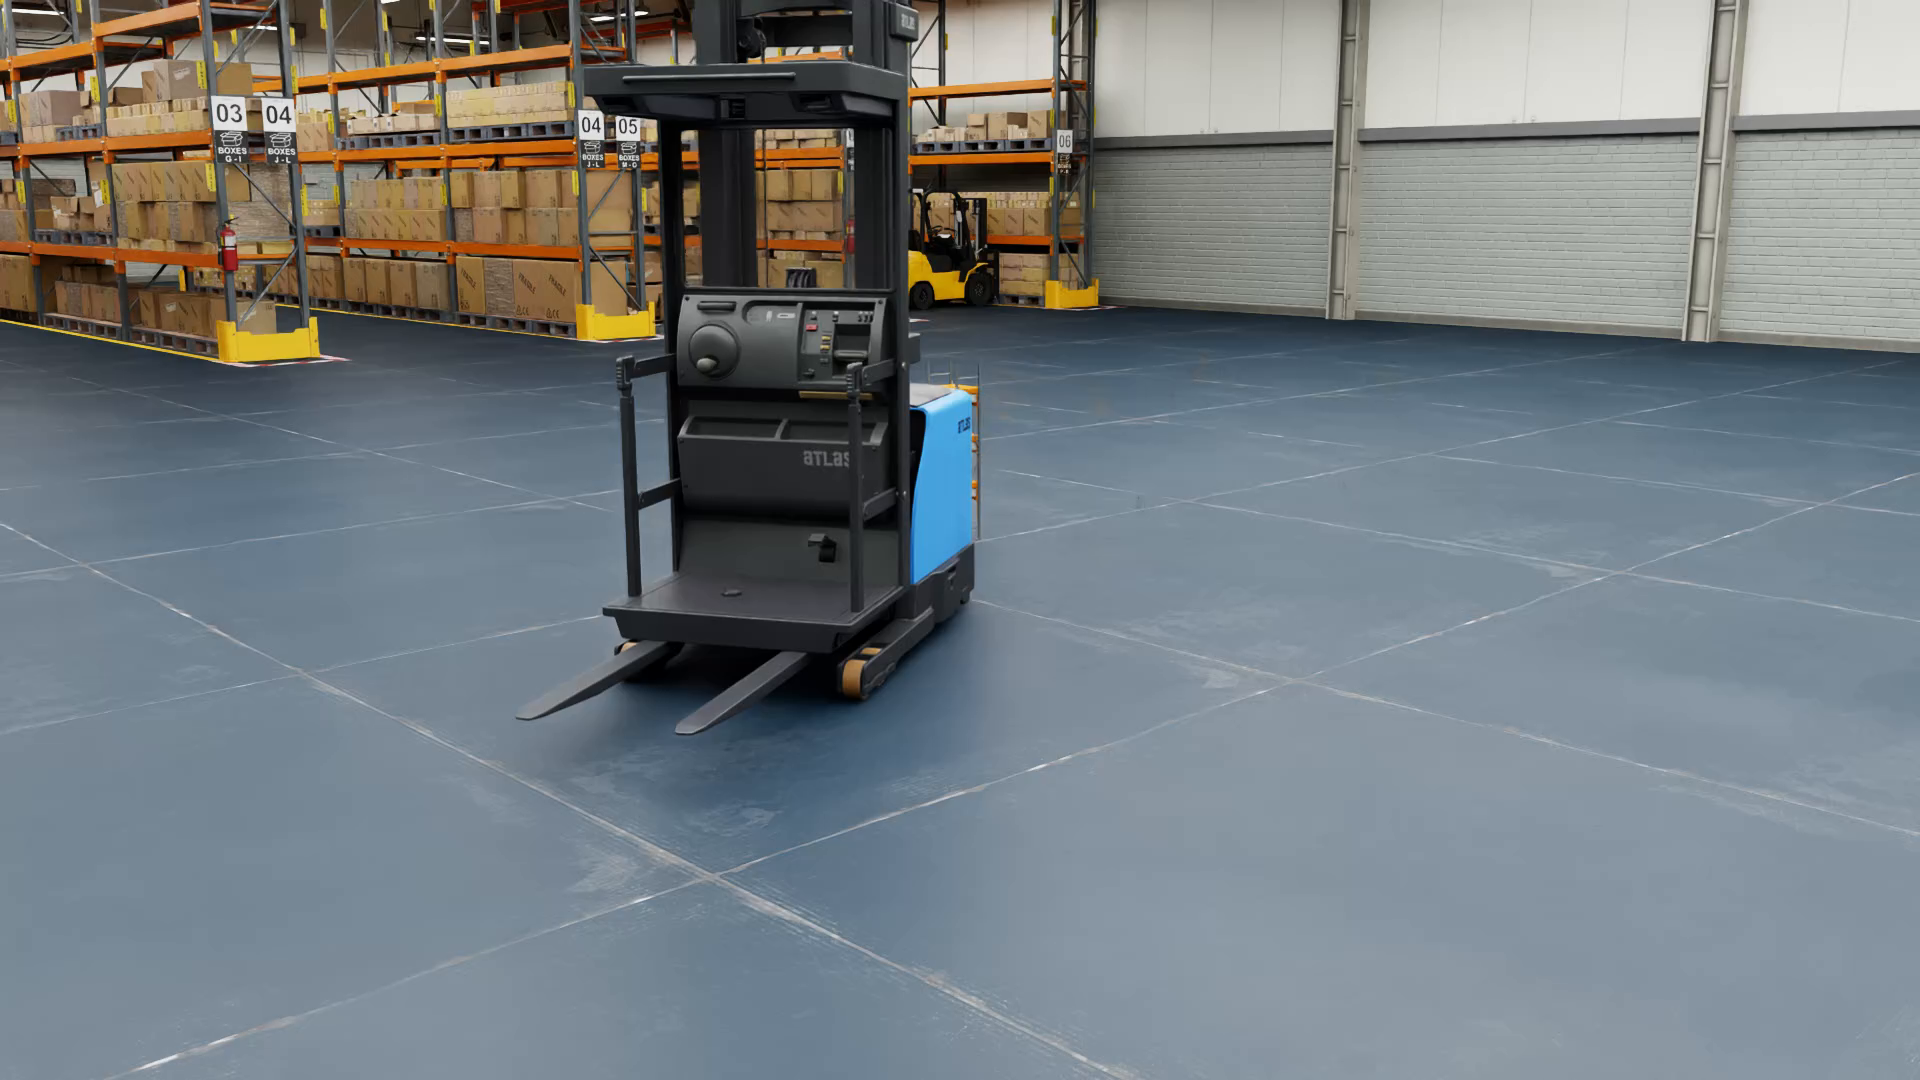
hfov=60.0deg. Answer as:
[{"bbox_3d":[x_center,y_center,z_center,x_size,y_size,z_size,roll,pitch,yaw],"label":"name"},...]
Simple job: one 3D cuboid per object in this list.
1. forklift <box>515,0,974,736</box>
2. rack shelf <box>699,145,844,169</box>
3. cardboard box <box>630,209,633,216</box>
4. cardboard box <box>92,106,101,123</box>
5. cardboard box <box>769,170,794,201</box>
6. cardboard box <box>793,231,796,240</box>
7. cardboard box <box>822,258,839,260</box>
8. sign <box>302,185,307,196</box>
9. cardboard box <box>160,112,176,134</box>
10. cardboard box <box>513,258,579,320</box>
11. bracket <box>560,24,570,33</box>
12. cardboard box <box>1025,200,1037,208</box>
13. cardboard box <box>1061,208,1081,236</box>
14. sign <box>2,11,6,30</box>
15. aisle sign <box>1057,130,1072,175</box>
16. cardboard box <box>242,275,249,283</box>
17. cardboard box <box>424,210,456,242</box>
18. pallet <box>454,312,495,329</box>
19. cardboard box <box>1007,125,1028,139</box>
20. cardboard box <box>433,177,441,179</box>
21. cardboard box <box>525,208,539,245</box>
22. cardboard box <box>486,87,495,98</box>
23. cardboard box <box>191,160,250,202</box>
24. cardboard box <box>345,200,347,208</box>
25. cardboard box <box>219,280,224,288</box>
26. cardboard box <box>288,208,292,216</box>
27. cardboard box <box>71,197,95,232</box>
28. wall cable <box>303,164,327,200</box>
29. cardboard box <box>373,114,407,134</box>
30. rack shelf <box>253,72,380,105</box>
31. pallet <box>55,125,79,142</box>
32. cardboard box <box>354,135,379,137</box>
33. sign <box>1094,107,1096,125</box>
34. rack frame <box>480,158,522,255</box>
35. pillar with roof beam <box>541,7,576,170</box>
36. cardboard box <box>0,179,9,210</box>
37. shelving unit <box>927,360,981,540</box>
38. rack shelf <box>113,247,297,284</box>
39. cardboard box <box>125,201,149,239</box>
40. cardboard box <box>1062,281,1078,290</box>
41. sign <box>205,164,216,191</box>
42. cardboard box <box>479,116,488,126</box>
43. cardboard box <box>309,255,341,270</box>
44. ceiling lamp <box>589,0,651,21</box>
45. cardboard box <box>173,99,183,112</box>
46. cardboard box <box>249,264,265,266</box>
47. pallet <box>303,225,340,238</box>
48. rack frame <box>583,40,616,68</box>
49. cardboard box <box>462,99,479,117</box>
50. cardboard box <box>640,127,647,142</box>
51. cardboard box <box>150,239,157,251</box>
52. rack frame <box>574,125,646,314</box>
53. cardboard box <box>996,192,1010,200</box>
[{"bbox_3d":[-0.820,-0.873,6.886,1.130,2.935,3.031,3,12,15],"label":"forklift"},{"bbox_3d":[-2.897,-6.545,28.593,1.077,0.370,4.000,-11,16,-43],"label":"rack shelf"},{"bbox_3d":[-6.160,-6.454,31.780,0.500,0.500,0.500,-11,16,-42],"label":"cardboard box"},{"bbox_3d":[-12.167,-6.071,23.804,0.396,0.266,0.258,-10,15,-41],"label":"cardboard box"},{"bbox_3d":[-2.797,-5.999,28.135,0.700,0.500,0.500,-11,16,-43],"label":"cardboard box"},{"bbox_3d":[-2.620,-5.190,28.291,0.380,0.149,0.250,-11,16,-42],"label":"cardboard box"},{"bbox_3d":[-2.254,-4.598,28.708,0.500,0.500,0.500,11,16,43],"label":"cardboard box"},{"bbox_3d":[-12.914,-6.828,32.749,0.100,0.325,0.005,-11,16,-43],"label":"sign"},{"bbox_3d":[-9.894,-5.334,21.306,0.500,0.250,0.500,-10,16,-41],"label":"cardboard box"},{"bbox_3d":[-6.151,-3.814,25.217,0.875,0.875,0.875,-11,16,-43],"label":"cardboard box"},{"bbox_3d":[-10.158,-13.274,43.118,0.235,0.232,0.430,-11,16,-43],"label":"bracket"},{"bbox_3d":[1.432,-6.240,30.908,0.380,0.149,0.250,-11,16,-42],"label":"cardboard box"},{"bbox_3d":[1.931,-5.988,31.295,0.500,0.500,0.500,-10,15,-41],"label":"cardboard box"},{"bbox_3d":[-16.586,-9.018,28.872,0.100,0.325,0.005,-11,16,-43],"label":"sign"},{"bbox_3d":[1.905,-7.051,30.259,0.394,0.787,0.004,-11,16,-43],"label":"aisle sign"},{"bbox_3d":[-13.956,-5.177,32.894,0.250,0.149,0.380,11,16,42],"label":"cardboard box"},{"bbox_3d":[-8.342,-5.103,26.999,0.500,0.500,0.500,-11,16,-43],"label":"cardboard box"},{"bbox_3d":[-7.320,-3.528,26.510,1.003,0.211,1.213,-11,16,-43],"label":"pallet"},{"bbox_3d":[1.105,-7.602,30.986,0.396,0.266,0.258,-11,16,-42],"label":"cardboard box"},{"bbox_3d":[-11.479,-8.005,36.998,0.250,0.149,0.380,11,16,44],"label":"cardboard box"},{"bbox_3d":[-6.006,-4.729,25.061,0.875,0.550,0.550,-11,16,-43],"label":"cardboard box"},{"bbox_3d":[-6.903,-6.720,25.022,0.380,0.149,0.250,-11,16,-43],"label":"cardboard box"},{"bbox_3d":[-9.241,-4.485,20.785,0.500,0.500,0.500,-11,16,-43],"label":"cardboard box"},{"bbox_3d":[-11.083,-6.143,30.401,0.380,0.149,0.250,-11,16,-43],"label":"cardboard box"},{"bbox_3d":[-14.867,-5.231,33.892,0.380,0.149,0.250,-11,16,-43],"label":"cardboard box"},{"bbox_3d":[-12.113,-6.024,30.561,0.380,0.149,0.250,-10,16,-41],"label":"cardboard box"},{"bbox_3d":[-12.709,-4.835,24.650,0.797,0.503,0.637,-9,15,-37],"label":"cardboard box"},{"bbox_3d":[-16.476,-8.804,42.614,0.585,1.953,0.123,-11,16,-43],"label":"wall cable"},{"bbox_3d":[-9.509,-6.995,27.928,0.500,0.311,0.500,-11,16,-44],"label":"cardboard box"},{"bbox_3d":[-11.932,-8.281,30.578,1.077,0.370,4.000,-11,16,-43],"label":"rack shelf"},{"bbox_3d":[-12.513,-5.972,24.496,1.213,0.211,1.003,-11,16,-43],"label":"pallet"},{"bbox_3d":[-10.752,-7.238,29.926,0.500,0.500,0.500,-11,16,-43],"label":"cardboard box"},{"bbox_3d":[2.478,-7.841,30.739,0.100,0.325,0.005,-11,16,-43],"label":"sign"},{"bbox_3d":[-9.802,-6.887,35.907,1.000,3.000,0.127,-11,16,-43],"label":"rack frame"},{"bbox_3d":[-13.301,-11.021,41.103,9.100,9.000,0.548,-11,16,-43],"label":"pillar with roof beam"},{"bbox_3d":[-15.617,-5.764,27.722,0.797,0.503,0.637,-10,15,-41],"label":"cardboard box"},{"bbox_3d":[-0.037,-0.522,9.843,0.215,1.050,0.252,-11,16,-43],"label":"shelving unit"},{"bbox_3d":[-10.064,-3.695,22.193,1.077,0.370,4.000,-11,16,-43],"label":"rack shelf"},{"bbox_3d":[-10.859,-4.381,22.759,0.875,0.500,0.500,-11,16,-43],"label":"cardboard box"},{"bbox_3d":[1.874,-4.786,31.482,0.500,0.250,0.500,-11,16,-42],"label":"cardboard box"},{"bbox_3d":[-9.098,-4.402,20.194,0.100,0.325,0.005,-11,16,-43],"label":"sign"},{"bbox_3d":[-7.078,-6.367,25.283,0.380,0.149,0.250,-11,16,-43],"label":"cardboard box"},{"bbox_3d":[-11.569,-5.083,30.446,0.500,0.250,0.500,-11,16,-42],"label":"cardboard box"},{"bbox_3d":[-7.226,-12.948,35.992,0.800,3.185,2.000,-11,16,-43],"label":"ceiling lamp"},{"bbox_3d":[-9.654,-5.455,20.907,0.380,0.149,0.250,-11,16,-42],"label":"cardboard box"},{"bbox_3d":[-14.320,-5.553,33.980,0.250,0.149,0.380,11,16,43],"label":"cardboard box"},{"bbox_3d":[-11.120,-5.594,30.106,1.213,0.211,1.003,-11,16,-43],"label":"pallet"},{"bbox_3d":[-8.977,-11.102,41.495,1.000,3.000,0.127,-11,16,-43],"label":"rack frame"},{"bbox_3d":[-7.303,-6.627,25.558,0.500,0.250,0.500,-11,16,-43],"label":"cardboard box"},{"bbox_3d":[-5.966,-7.605,31.699,0.797,0.503,0.637,-11,16,-43],"label":"cardboard box"},{"bbox_3d":[-10.633,-3.963,22.338,0.380,0.149,0.250,-11,16,-43],"label":"cardboard box"},{"bbox_3d":[-5.026,-4.431,23.987,1.000,3.000,0.127,-11,16,-43],"label":"rack frame"},{"bbox_3d":[0.901,-6.499,31.429,0.380,0.149,0.250,-10,16,-41],"label":"cardboard box"}]
